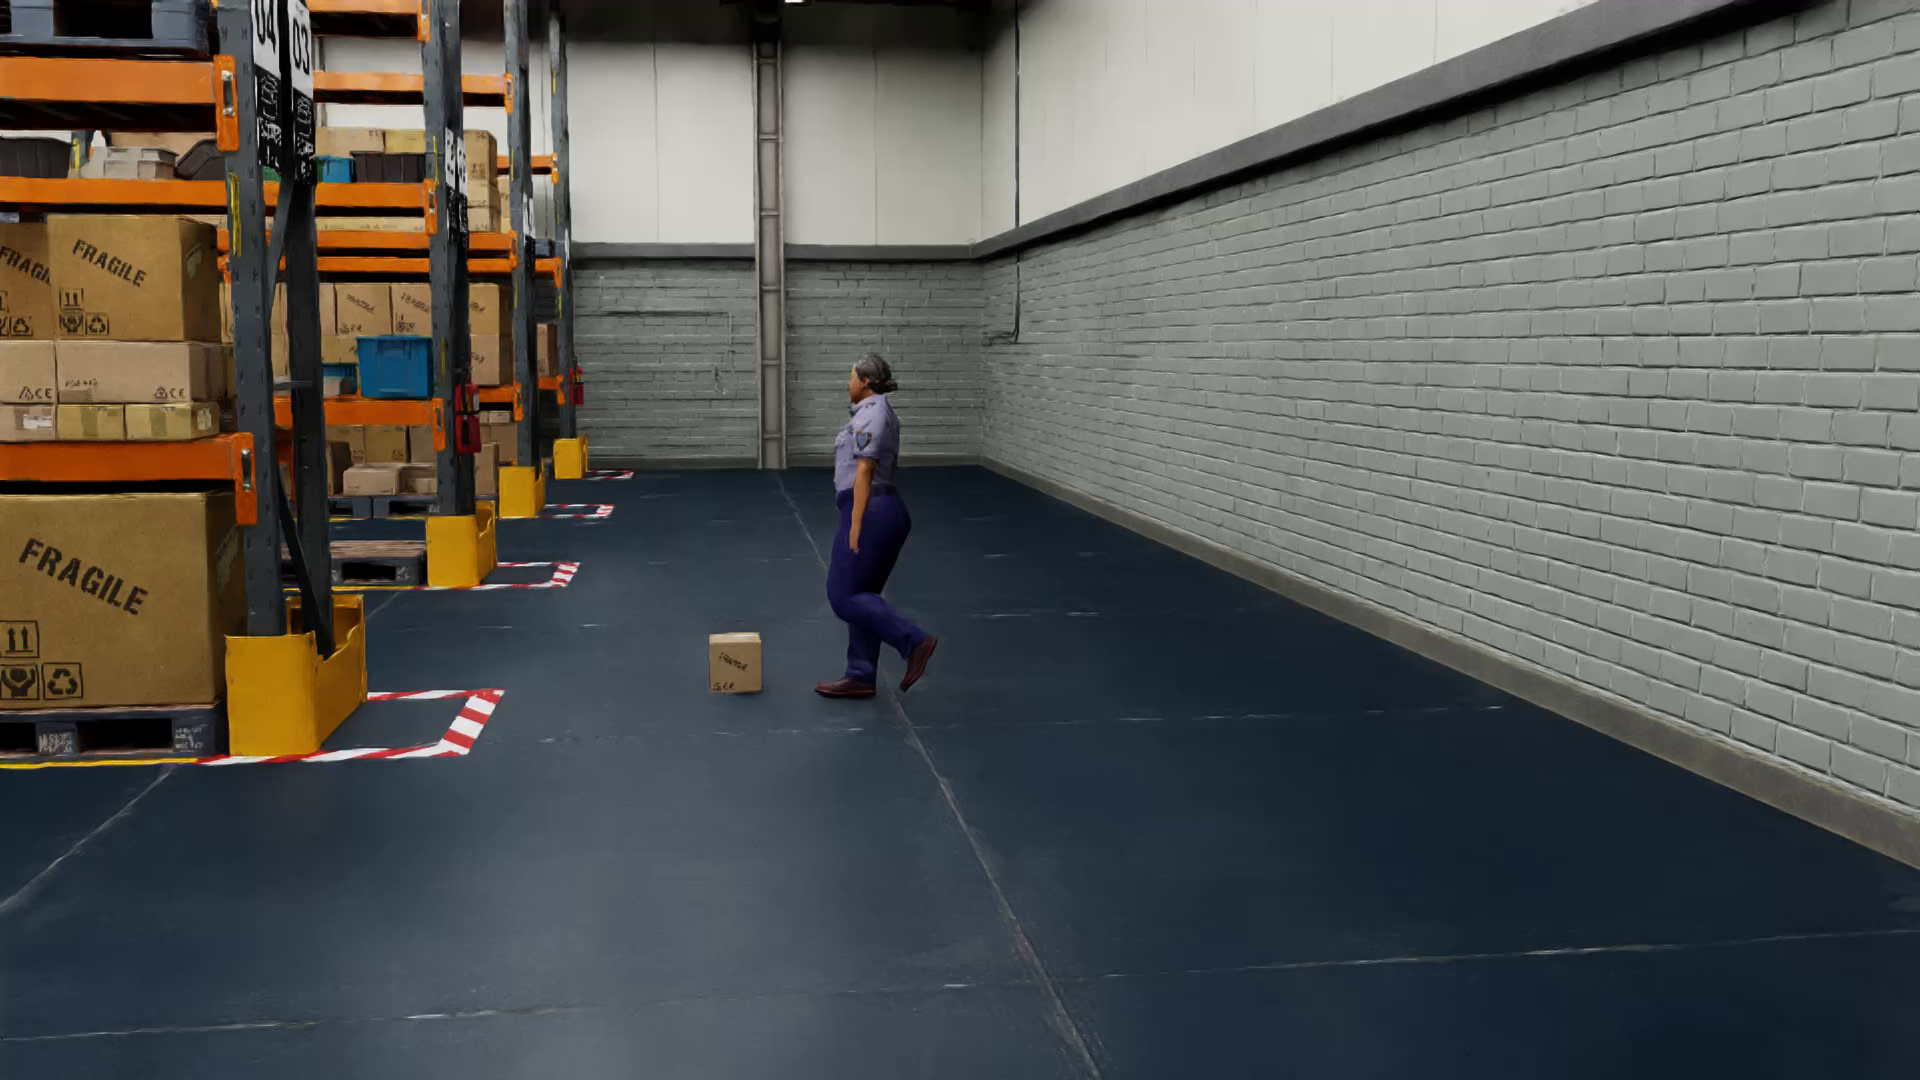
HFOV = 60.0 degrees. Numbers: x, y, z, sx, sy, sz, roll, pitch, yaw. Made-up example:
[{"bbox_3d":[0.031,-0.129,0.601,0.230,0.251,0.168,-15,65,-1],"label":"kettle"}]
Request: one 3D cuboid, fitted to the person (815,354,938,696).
[{"bbox_3d":[-0.383,-0.069,7.962,0.625,1.636,0.515,1,7,10],"label":"person"}]
